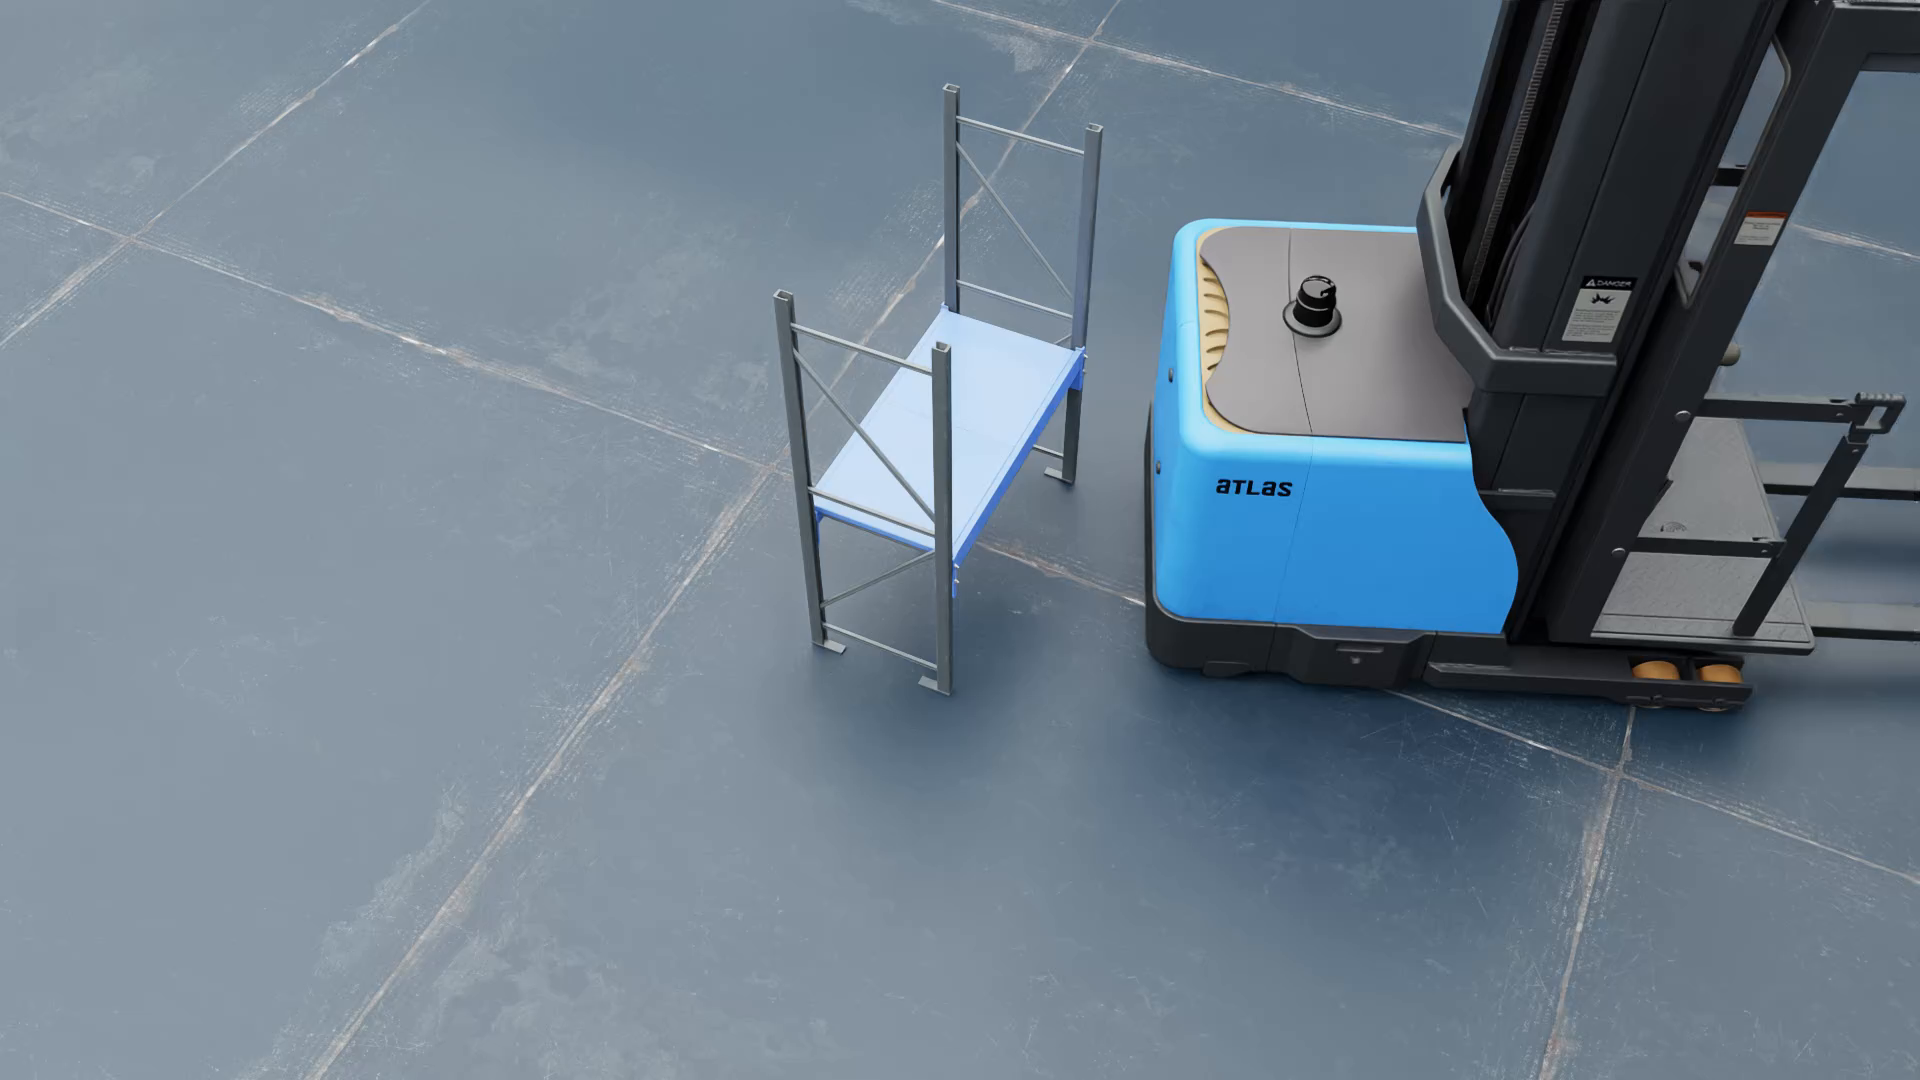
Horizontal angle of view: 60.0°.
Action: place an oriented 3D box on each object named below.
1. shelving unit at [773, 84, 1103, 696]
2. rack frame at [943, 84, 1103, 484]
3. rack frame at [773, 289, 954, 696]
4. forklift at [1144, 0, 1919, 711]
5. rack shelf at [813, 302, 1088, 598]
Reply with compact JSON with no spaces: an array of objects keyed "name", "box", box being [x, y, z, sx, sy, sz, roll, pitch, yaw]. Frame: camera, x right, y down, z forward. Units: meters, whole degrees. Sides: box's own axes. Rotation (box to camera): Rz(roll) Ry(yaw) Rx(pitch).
[{"name":"shelving unit","box":[-0.036,-0.427,5.129,0.538,1.500,1.048,20,52,16]},{"name":"rack frame","box":[0.181,-0.777,5.427,0.500,1.500,0.032,20,52,16]},{"name":"rack frame","box":[-0.254,-0.077,4.831,0.500,1.500,0.032,20,52,16]},{"name":"forklift","box":[2.141,-0.827,4.529,3.031,2.935,1.130,3,50,2]},{"name":"rack shelf","box":[-0.036,-0.311,5.266,0.538,0.185,1.000,20,52,16]}]
